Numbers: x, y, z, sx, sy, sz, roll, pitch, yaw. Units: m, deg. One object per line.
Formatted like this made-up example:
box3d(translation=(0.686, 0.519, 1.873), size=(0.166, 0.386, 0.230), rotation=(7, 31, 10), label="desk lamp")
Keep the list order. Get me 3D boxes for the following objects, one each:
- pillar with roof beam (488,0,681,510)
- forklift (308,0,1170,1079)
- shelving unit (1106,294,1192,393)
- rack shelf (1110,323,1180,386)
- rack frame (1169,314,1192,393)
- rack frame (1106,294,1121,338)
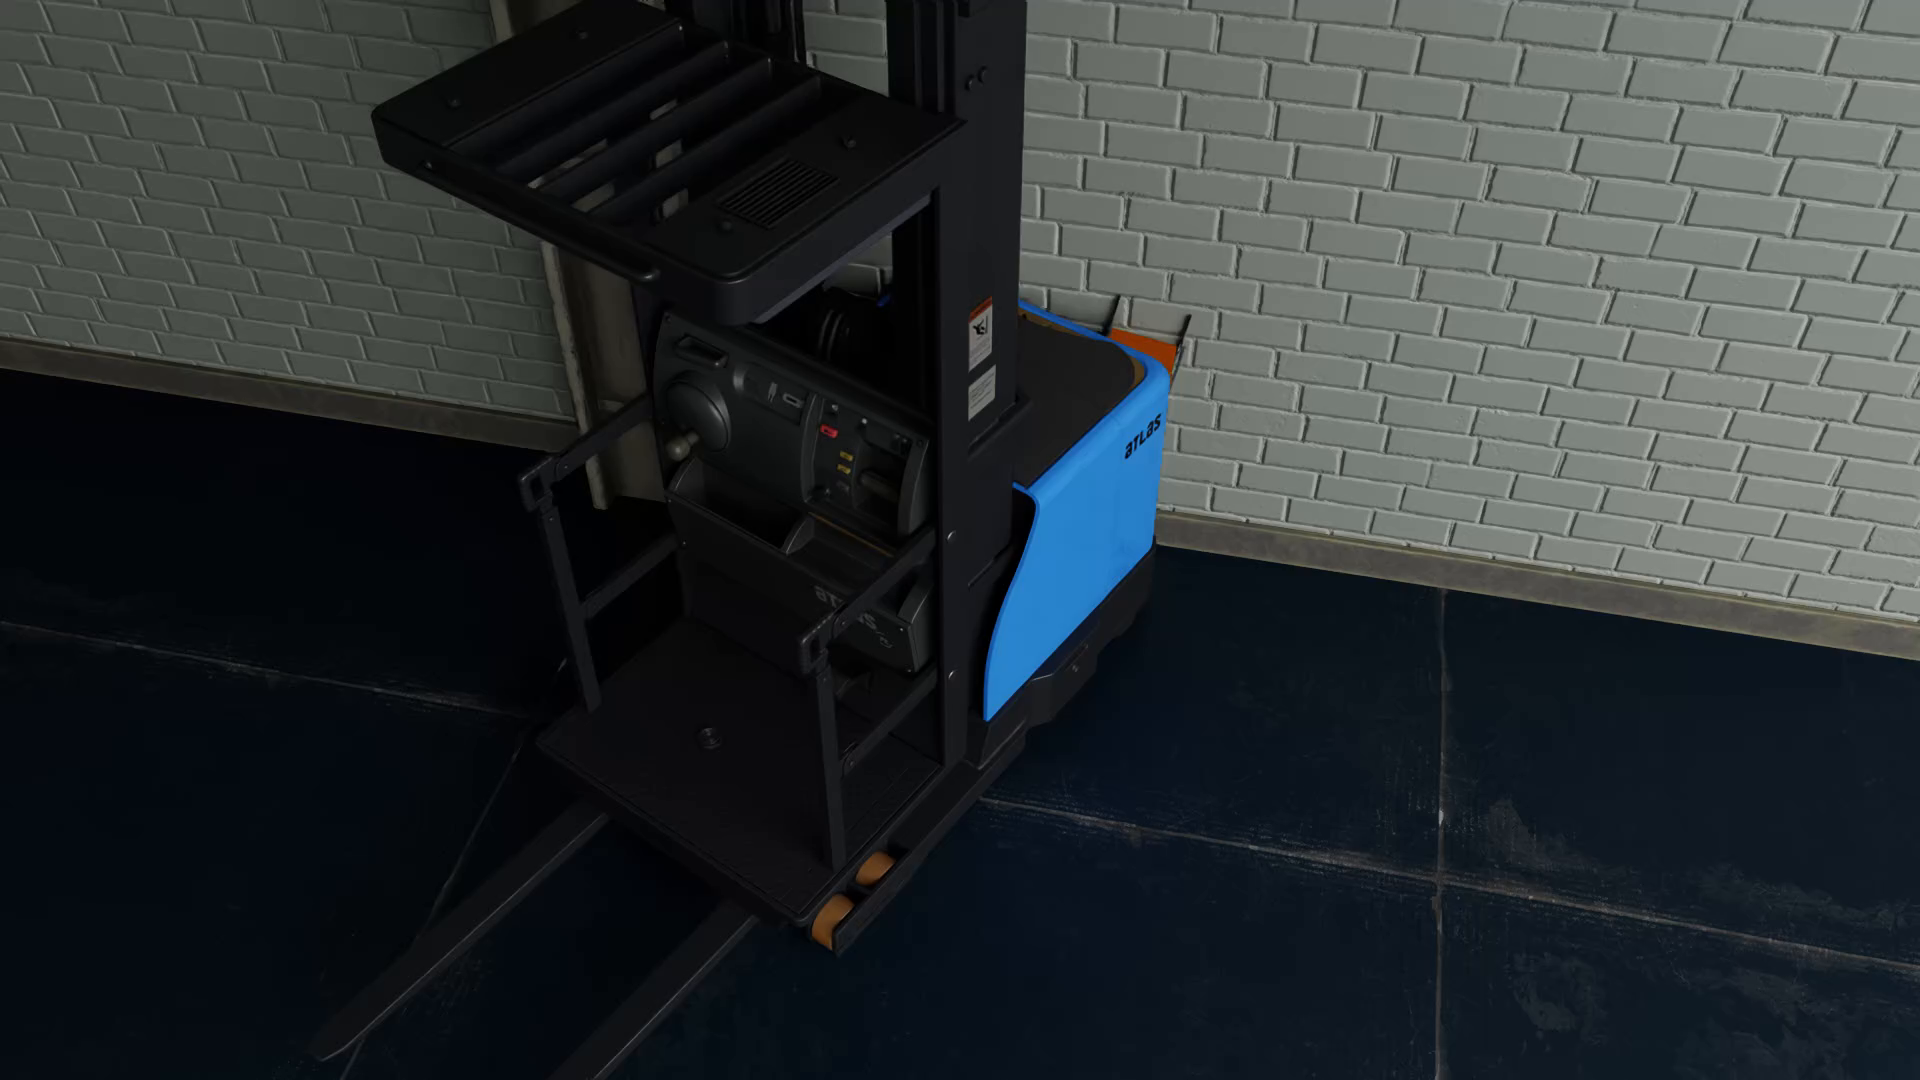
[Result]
box3d(translation=(-2.122, -0.527, 0.309), size=(0.400, 9.000, 9.100), rotation=(9, 45, 9), label="pillar with roof beam")
box3d(translation=(-0.596, -0.221, 4.366), size=(1.130, 2.935, 3.031), rotation=(27, 50, 25), label="forklift")
box3d(translation=(0.534, -0.353, 5.819), size=(0.252, 1.050, 0.215), rotation=(16, 44, 1), label="shelving unit")
box3d(translation=(0.583, -0.543, 5.630), size=(0.240, 0.259, 0.215), rotation=(16, 44, 1), label="rack shelf")
box3d(translation=(0.651, -0.319, 5.816), size=(0.008, 1.050, 0.200), rotation=(16, 44, 1), label="rack frame")
box3d(translation=(0.417, -0.386, 5.822), size=(0.008, 1.050, 0.200), rotation=(16, 44, 1), label="rack frame")
